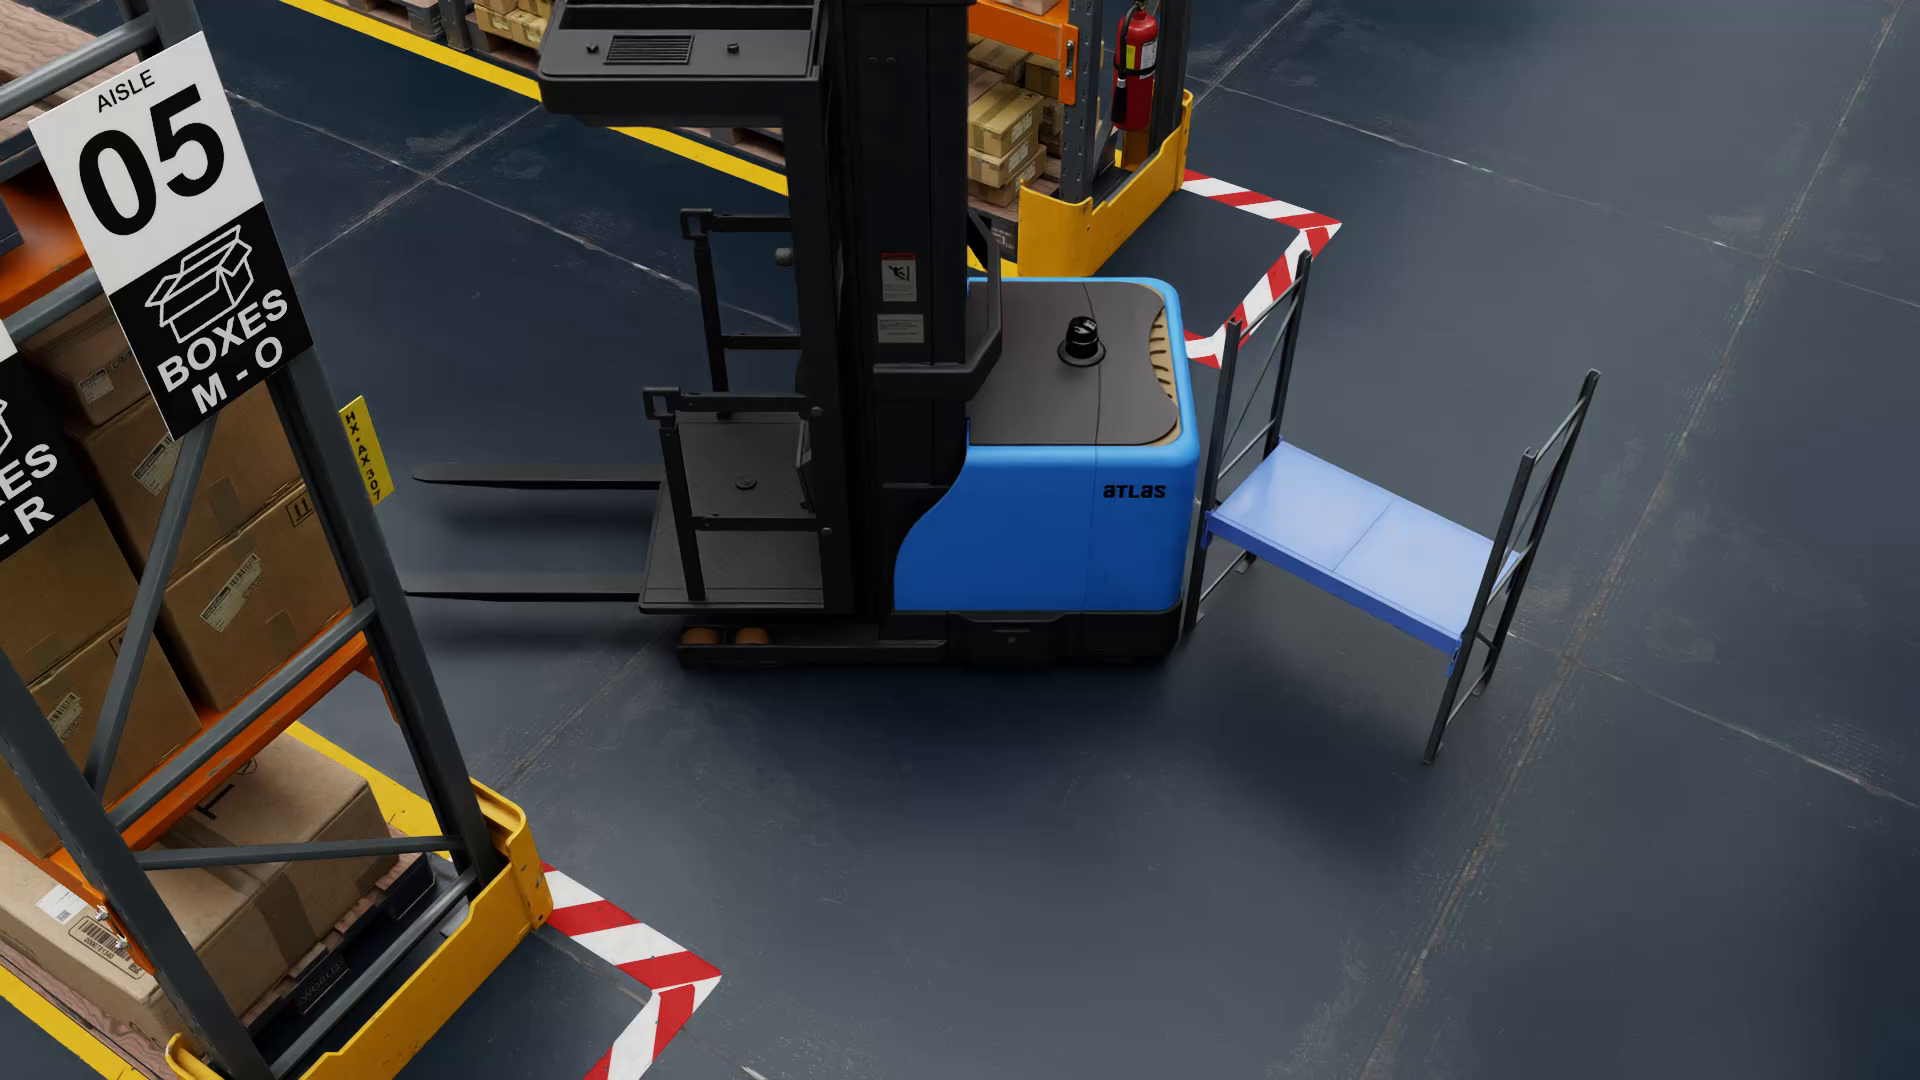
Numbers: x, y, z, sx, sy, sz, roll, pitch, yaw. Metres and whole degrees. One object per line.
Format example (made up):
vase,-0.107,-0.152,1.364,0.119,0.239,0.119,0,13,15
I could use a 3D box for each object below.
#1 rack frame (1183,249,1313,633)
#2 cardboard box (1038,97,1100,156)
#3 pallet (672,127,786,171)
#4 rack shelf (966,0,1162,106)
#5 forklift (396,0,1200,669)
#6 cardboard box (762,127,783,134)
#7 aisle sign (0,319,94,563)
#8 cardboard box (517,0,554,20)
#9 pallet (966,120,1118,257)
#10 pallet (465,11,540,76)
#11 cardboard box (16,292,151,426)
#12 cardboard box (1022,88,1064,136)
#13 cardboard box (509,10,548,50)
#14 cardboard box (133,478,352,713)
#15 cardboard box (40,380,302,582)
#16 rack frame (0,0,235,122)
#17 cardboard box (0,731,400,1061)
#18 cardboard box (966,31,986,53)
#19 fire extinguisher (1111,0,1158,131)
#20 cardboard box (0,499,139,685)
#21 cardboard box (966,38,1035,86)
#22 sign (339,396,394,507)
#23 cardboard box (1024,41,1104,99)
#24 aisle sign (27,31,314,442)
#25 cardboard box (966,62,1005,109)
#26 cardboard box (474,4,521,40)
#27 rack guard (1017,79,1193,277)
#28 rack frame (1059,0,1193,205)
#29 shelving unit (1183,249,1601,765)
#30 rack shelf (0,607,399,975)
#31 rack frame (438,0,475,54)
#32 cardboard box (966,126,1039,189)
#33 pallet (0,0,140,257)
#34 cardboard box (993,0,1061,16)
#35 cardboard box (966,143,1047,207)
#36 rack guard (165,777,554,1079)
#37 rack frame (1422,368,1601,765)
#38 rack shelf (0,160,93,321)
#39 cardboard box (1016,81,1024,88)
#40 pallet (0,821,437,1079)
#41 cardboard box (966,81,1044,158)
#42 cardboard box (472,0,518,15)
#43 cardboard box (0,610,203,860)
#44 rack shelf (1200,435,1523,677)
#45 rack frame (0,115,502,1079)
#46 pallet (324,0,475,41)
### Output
rack frame,1.025,-0.313,6.009,0.032,1.500,0.500,29,53,25
cardboard box,0.505,-2.130,8.423,0.250,0.149,0.380,26,51,23
pallet,-0.978,-2.447,8.981,1.213,0.211,1.003,25,51,22
rack shelf,-0.910,-3.104,8.177,4.000,0.370,1.077,25,51,22
forklift,-0.690,-0.915,5.596,3.031,2.935,1.130,0,46,0
cardboard box,-0.912,-2.271,8.560,0.250,0.149,0.380,26,51,23
aisle sign,-1.920,-0.244,3.083,0.004,0.787,0.394,25,51,22
cardboard box,-2.200,-3.009,9.070,0.250,0.149,0.380,25,51,22
pallet,0.045,-1.974,8.521,1.213,0.211,1.003,25,51,22
pallet,-2.009,-2.919,9.439,1.213,0.211,1.003,25,51,22
cardboard box,-1.963,-0.467,3.893,0.250,0.149,0.380,26,51,23
cardboard box,0.471,-2.195,8.279,0.250,0.149,0.380,27,52,24
cardboard box,-2.236,-2.844,9.117,0.250,0.149,0.380,26,51,23
cardboard box,-2.063,0.053,4.538,0.500,0.500,0.500,24,51,22
cardboard box,-2.064,-0.295,4.178,0.500,0.500,0.500,24,50,21
rack frame,-1.814,-1.644,2.073,0.127,3.000,1.000,25,51,22
cardboard box,-2.423,0.998,5.182,0.875,0.438,0.875,23,50,21
cardboard box,0.076,-2.558,8.424,0.250,0.149,0.380,25,51,22
fire extinguisher,0.736,-2.048,6.962,0.183,0.674,0.296,25,51,22
cardboard box,-2.348,0.020,3.872,0.500,0.500,0.500,26,51,23
cardboard box,0.219,-2.383,8.254,0.250,0.149,0.380,26,51,23
sign,-1.509,-0.215,4.209,0.005,0.325,0.100,25,51,22
cardboard box,0.516,-2.349,8.221,0.250,0.149,0.380,23,50,20
aisle sign,-1.597,-0.607,3.435,0.004,0.787,0.394,25,51,22
cardboard box,0.011,-2.125,8.004,0.250,0.149,0.380,26,51,23
cardboard box,-2.460,-2.947,9.218,0.250,0.149,0.380,23,50,20
rack guard,0.710,-1.739,8.091,0.348,0.500,1.175,25,51,22
rack frame,0.774,-2.581,7.166,0.127,3.000,1.000,25,51,22
shelving unit,1.426,-0.089,5.791,1.048,1.500,0.538,29,53,25
rack shelf,-3.497,-0.077,5.235,4.000,0.370,1.077,25,51,22
rack frame,-2.593,-4.130,8.671,0.127,3.000,1.000,25,51,22
cardboard box,0.175,-1.869,7.963,0.250,0.149,0.380,23,50,21
pallet,-2.444,-0.849,3.454,1.213,0.211,1.003,25,51,22
cardboard box,0.347,-2.449,7.213,0.250,0.149,0.380,25,51,22
cardboard box,0.218,-1.812,8.114,0.250,0.149,0.380,26,51,23
rack guard,-1.793,1.327,5.112,0.348,0.500,1.175,25,51,22
rack frame,1.826,0.135,5.573,0.032,1.500,0.500,29,53,25
rack shelf,-3.497,-1.122,4.159,4.000,0.370,1.077,25,51,22
cardboard box,0.271,-2.335,8.415,0.250,0.149,0.380,24,51,22
pallet,-2.529,1.156,5.480,1.213,0.211,1.003,25,51,22
cardboard box,0.191,-1.993,7.875,0.250,0.149,0.380,25,51,23
cardboard box,-2.461,-3.052,9.112,0.250,0.149,0.380,27,52,24
cardboard box,-2.363,0.385,4.215,0.500,0.500,0.500,25,51,22
rack shelf,1.426,0.036,5.920,1.000,0.185,0.538,29,53,25
rack frame,-1.814,0.447,4.225,0.127,3.000,1.000,25,51,22
pallet,-3.249,-3.458,9.963,1.213,0.211,1.003,25,51,22
